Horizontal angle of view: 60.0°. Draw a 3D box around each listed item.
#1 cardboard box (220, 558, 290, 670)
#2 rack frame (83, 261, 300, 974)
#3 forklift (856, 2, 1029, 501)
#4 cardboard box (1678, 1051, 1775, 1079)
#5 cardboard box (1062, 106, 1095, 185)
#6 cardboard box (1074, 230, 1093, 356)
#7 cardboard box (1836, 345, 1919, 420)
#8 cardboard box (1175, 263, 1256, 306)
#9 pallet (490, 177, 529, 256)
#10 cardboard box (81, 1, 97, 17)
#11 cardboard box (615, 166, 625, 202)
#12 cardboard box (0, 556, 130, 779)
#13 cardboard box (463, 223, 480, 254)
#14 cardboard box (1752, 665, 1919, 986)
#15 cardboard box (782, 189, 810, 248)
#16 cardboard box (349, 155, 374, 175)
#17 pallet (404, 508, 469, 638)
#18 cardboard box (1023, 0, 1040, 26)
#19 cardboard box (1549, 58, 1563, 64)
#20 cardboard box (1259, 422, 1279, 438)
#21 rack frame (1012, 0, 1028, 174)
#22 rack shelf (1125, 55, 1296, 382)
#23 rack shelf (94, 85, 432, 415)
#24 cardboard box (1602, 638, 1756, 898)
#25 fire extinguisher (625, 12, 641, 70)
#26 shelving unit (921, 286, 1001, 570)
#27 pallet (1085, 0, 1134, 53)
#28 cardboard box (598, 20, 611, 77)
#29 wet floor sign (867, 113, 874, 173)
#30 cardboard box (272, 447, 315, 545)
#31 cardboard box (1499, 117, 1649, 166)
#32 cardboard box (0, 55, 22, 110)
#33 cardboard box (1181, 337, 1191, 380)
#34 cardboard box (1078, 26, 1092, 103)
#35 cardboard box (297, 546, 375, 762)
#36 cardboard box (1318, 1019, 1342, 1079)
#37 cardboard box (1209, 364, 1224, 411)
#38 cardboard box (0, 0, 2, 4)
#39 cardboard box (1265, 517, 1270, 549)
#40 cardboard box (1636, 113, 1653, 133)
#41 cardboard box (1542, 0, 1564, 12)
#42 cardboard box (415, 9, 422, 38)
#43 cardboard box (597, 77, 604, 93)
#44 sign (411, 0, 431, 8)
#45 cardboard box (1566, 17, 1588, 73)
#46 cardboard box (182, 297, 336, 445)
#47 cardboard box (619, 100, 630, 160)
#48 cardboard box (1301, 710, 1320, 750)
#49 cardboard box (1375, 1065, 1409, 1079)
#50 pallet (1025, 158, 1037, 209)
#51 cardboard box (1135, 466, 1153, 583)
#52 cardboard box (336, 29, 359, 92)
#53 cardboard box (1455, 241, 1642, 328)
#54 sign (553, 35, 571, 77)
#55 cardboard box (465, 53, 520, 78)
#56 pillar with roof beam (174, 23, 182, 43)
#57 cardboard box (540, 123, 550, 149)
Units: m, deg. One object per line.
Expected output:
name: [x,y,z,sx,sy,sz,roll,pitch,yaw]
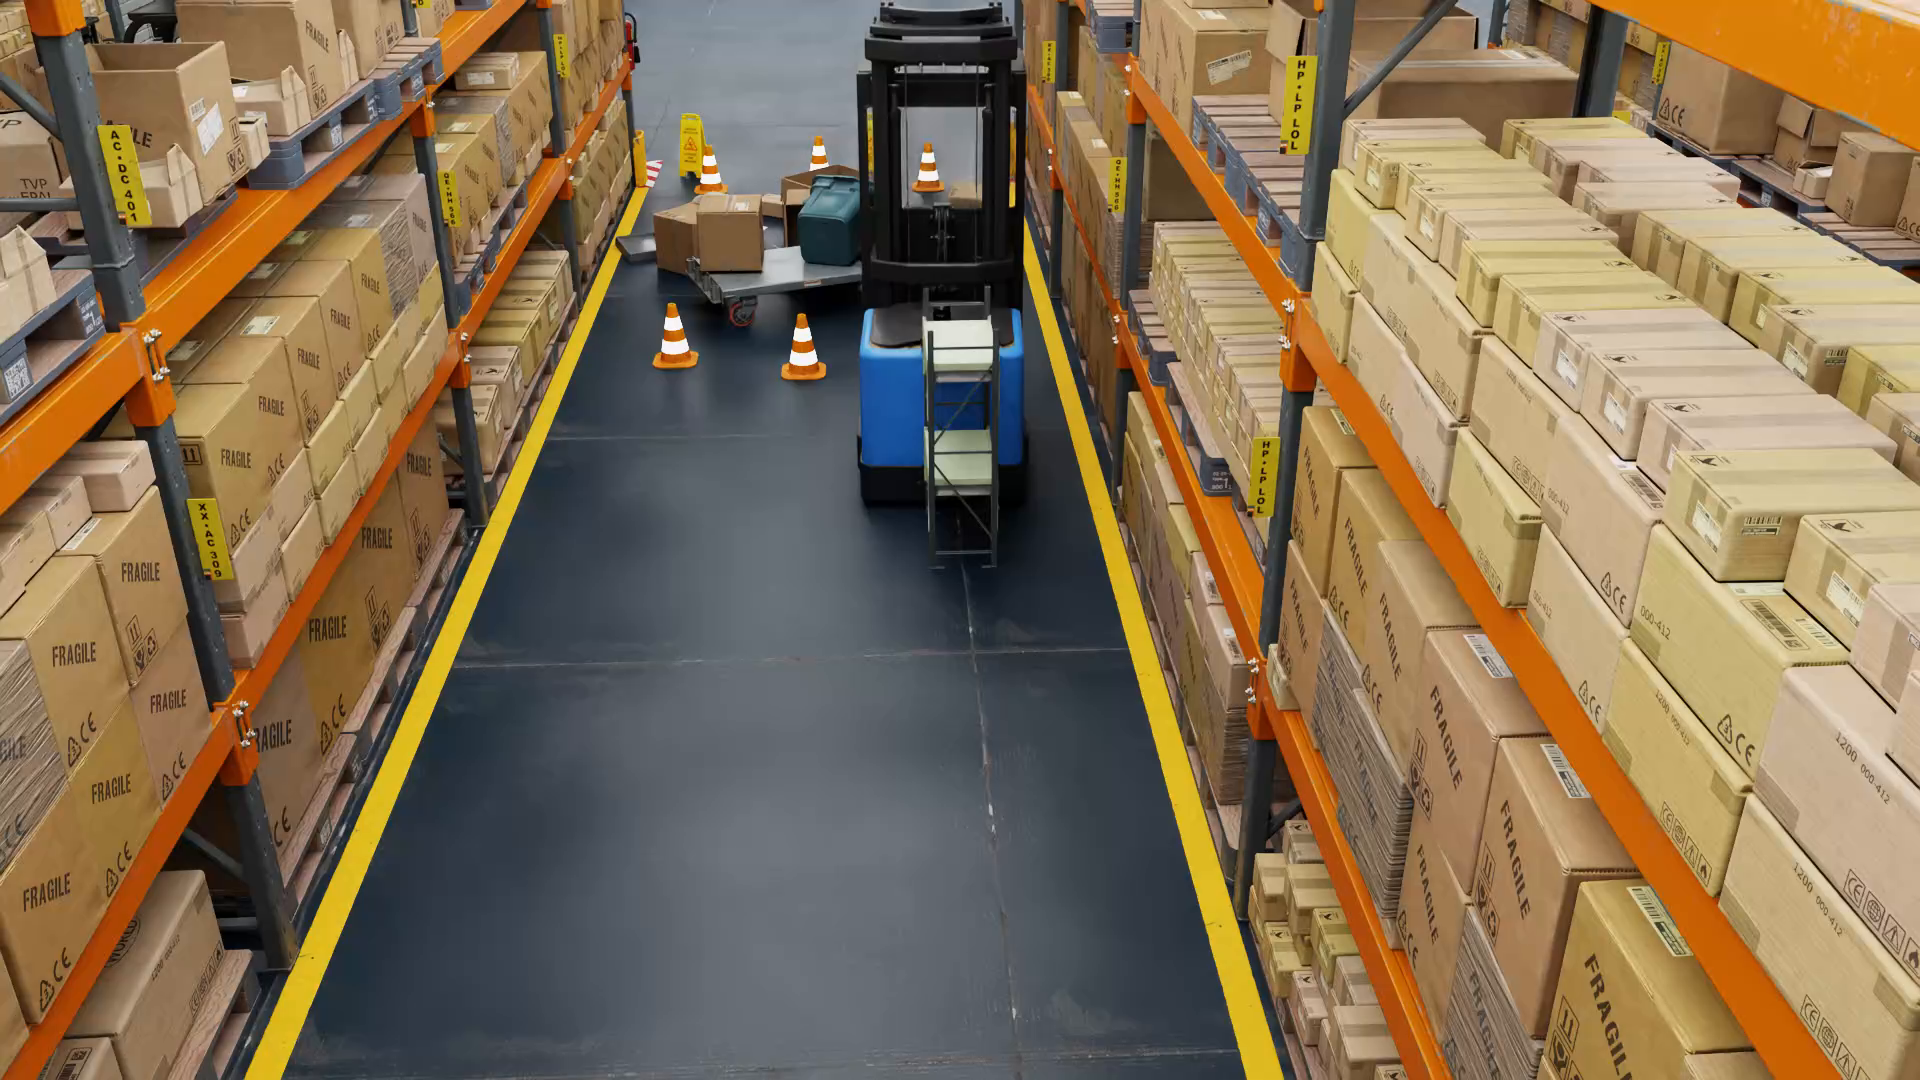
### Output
cardboard box: [-3.012,0.289,6.614,0.500,0.250,0.500,-2,28,-4]
rack frame: [-3.253,0.432,6.177,1.000,3.000,0.127,-1,28,-3]
forklift: [-0.118,-2.187,11.273,1.130,2.935,3.031,0,28,0]
cardboard box: [1.622,1.289,3.025,0.500,0.500,0.500,-2,28,-4]
cardboard box: [1.054,-2.990,12.631,0.500,0.500,0.500,-1,28,-2]
cardboard box: [1.437,-1.887,12.603,1.050,0.750,0.750,-1,28,-3]
cardboard box: [2.118,-0.302,3.532,0.380,0.149,0.250,-1,28,-1]
cardboard box: [1.346,-1.342,8.753,0.380,0.149,0.250,-3,28,-5]
pallet: [-3.606,-2.243,11.514,1.003,0.211,1.213,-1,28,-3]
cardboard box: [-8.495,-5.049,15.878,0.380,0.149,0.250,-1,28,-2]
cardboard box: [-3.549,-3.470,16.179,0.500,0.250,0.500,-1,28,-2]
cardboard box: [-2.934,0.390,5.068,0.500,0.500,0.500,-2,28,-3]
cardboard box: [-3.242,-1.903,10.473,0.380,0.149,0.250,-3,28,-6]
cardboard box: [1.616,0.422,2.576,0.500,0.250,0.500,-2,28,-4]
cardboard box: [-1.202,-2.881,15.083,0.797,0.637,0.503,-1,28,-3]
cardboard box: [-3.763,-1.981,9.920,0.500,0.500,0.500,-2,28,-4]
pallet: [-3.496,0.187,9.662,1.003,0.211,1.213,-1,28,-3]
cardboard box: [1.054,-5.135,15.522,0.875,0.550,0.550,-1,28,-3]
cardboard box: [5.866,-4.523,15.950,0.380,0.149,0.250,-1,28,-3]
cardboard box: [1.455,-0.377,6.904,0.380,0.149,0.250,-2,28,-4]
rack frame: [1.059,-5.276,17.121,1.000,3.000,0.127,-1,28,-3]
rack shelf: [1.581,-1.668,7.740,1.077,0.370,4.000,-1,28,-3]
rack shelf: [-3.357,-1.502,7.421,1.077,0.370,4.000,-1,28,-3]
cardboard box: [1.572,0.411,3.137,0.500,0.250,0.500,-1,28,-3]
fire extinguisher: [-3.425,-5.139,16.943,0.296,0.674,0.183,-1,28,-3]
shelving unit: [0.000,-0.668,9.909,0.431,1.500,0.755,-1,28,-3]
pallet: [1.390,-3.123,9.955,1.213,0.211,1.003,0,28,0]
cardboard box: [-3.531,-4.579,15.356,0.500,0.500,0.500,-2,28,-3]
wet floor sign: [-0.920,-4.197,17.600,0.267,0.644,0.232,-6,28,-11]
cardboard box: [-3.049,-0.173,6.959,0.500,0.250,0.500,-1,28,-2]
cardboard box: [1.975,-1.258,5.365,0.380,0.149,0.250,-3,28,-5]
cardboard box: [-8.461,-3.870,14.318,0.500,0.500,0.500,-2,28,-3]
cardboard box: [1.359,-0.948,8.642,0.380,0.149,0.250,-1,28,-1]
cardboard box: [1.299,-3.687,12.886,0.700,0.500,0.500,-2,28,-4]
cardboard box: [-3.420,0.487,7.916,0.875,0.875,0.875,-1,28,-1]
cardboard box: [1.525,1.872,6.045,0.380,0.149,0.250,-2,28,-4]
cardboard box: [1.395,-0.728,7.898,0.380,0.149,0.250,-1,28,-2]
cardboard box: [-9.026,-4.933,15.334,0.380,0.149,0.250,-1,28,-2]
cardboard box: [1.467,0.013,6.799,0.380,0.149,0.250,-2,28,-4]
cardboard box: [5.921,-3.482,13.955,0.380,0.149,0.250,-1,28,-3]
cardboard box: [5.820,-5.246,15.553,0.500,0.500,0.500,-1,28,-3]
cardboard box: [-3.321,-2.953,9.569,0.396,0.266,0.258,-1,28,-3]
cardboard box: [-3.509,-4.241,15.410,0.380,0.149,0.250,-2,28,-3]
sign: [-2.907,-3.019,8.906,0.100,0.325,0.005,-1,28,-3]
cardboard box: [6.162,-4.579,15.356,0.875,0.500,0.500,-1,28,-3]
cardboard box: [-3.066,-0.731,7.219,0.500,0.500,0.500,-2,28,-4]
cardboard box: [-3.577,-4.045,16.471,0.500,0.500,0.500,-1,28,-2]
cardboard box: [1.461,0.634,6.063,0.380,0.149,0.250,-1,28,-1]
cardboard box: [1.579,1.852,5.441,0.380,0.149,0.250,-2,28,-5]
pallet: [1.179,-3.672,17.062,1.003,0.211,1.213,-1,28,-3]
cardboard box: [1.288,-0.094,9.436,0.500,0.500,0.500,-1,28,-2]
cardboard box: [-3.040,-2.244,7.756,0.396,0.266,0.258,-2,28,-4]
cardboard box: [1.479,-0.647,4.194,0.380,0.149,0.250,0,28,0]
sign: [-3.116,-3.791,13.022,0.100,0.325,0.005,-1,28,-3]
cardboard box: [-3.372,-3.386,11.914,0.380,0.149,0.250,-2,28,-4]
pillar with roof beam: [-5.714,-10.179,20.036,9.100,9.000,0.400,-1,28,-3]
cardboard box: [-3.368,-3.106,12.779,0.380,0.149,0.250,-1,28,-2]
